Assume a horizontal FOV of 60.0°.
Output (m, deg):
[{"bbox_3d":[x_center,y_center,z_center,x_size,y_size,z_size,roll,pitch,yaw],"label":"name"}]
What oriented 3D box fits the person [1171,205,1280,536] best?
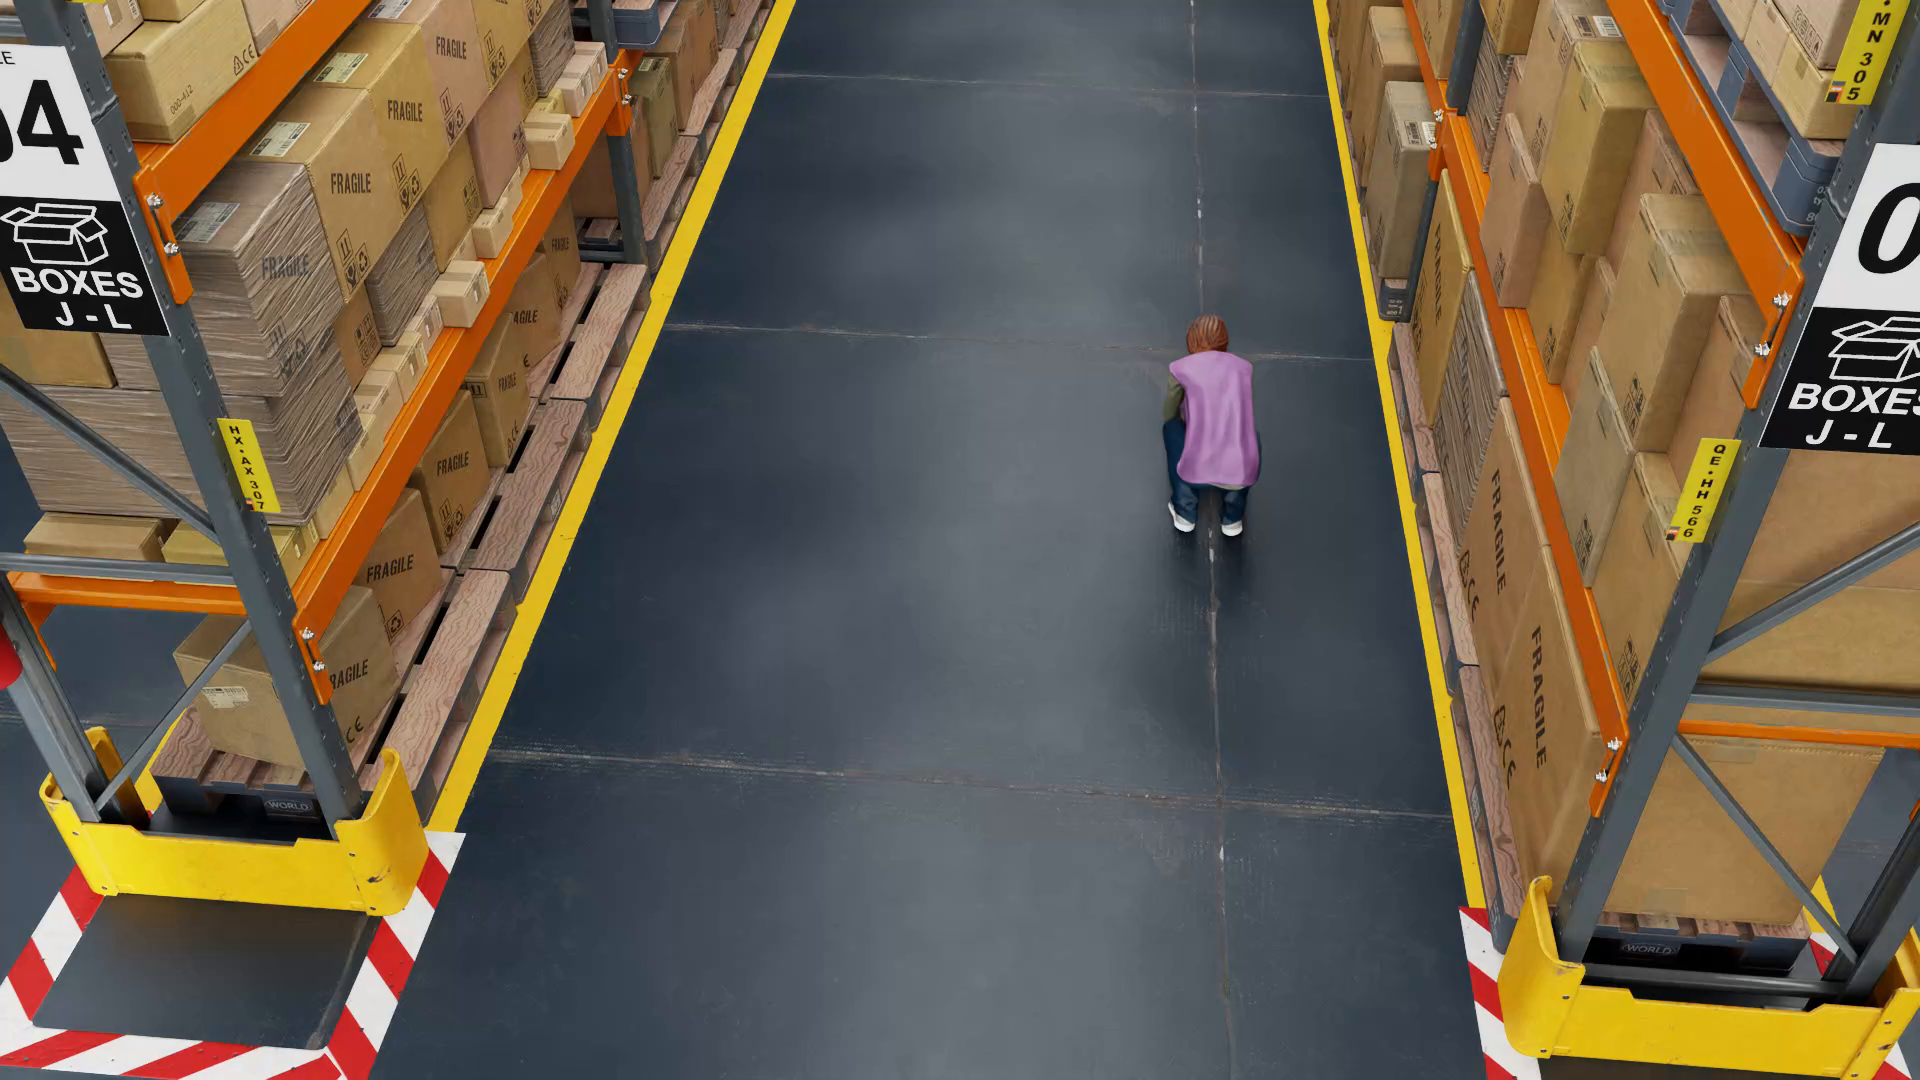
[{"bbox_3d":[1.113,-0.743,7.034,0.375,1.599,0.500,3,41,4],"label":"person"}]
